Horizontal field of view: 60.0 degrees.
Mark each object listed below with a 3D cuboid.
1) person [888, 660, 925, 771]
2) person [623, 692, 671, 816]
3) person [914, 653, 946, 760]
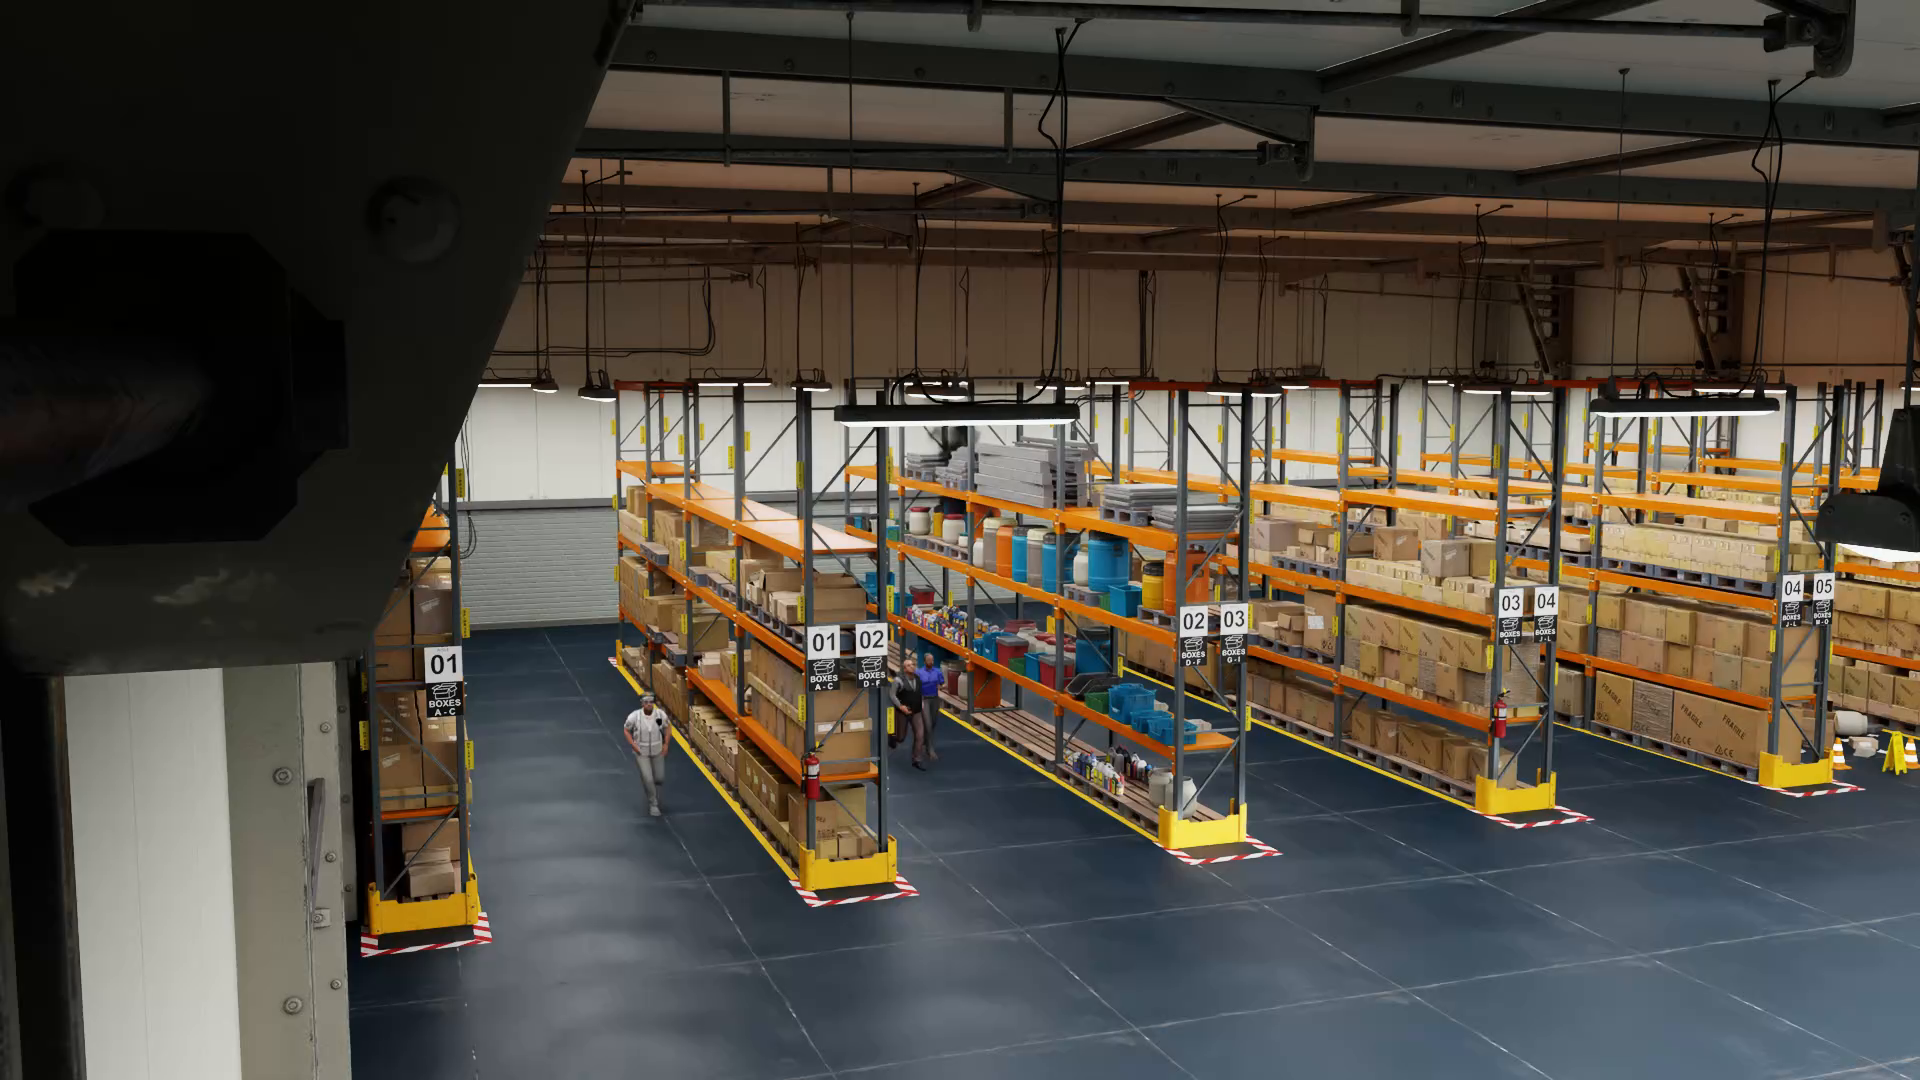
[{"bbox_3d":[-0.843,2.737,26.289,0.616,1.710,0.997,-3,7,-25],"label":"person"},{"bbox_3d":[-4.418,2.990,23.565,0.684,1.748,0.599,-2,6,-19],"label":"person"},{"bbox_3d":[-0.511,2.645,26.908,0.570,1.658,0.929,-3,7,-23],"label":"person"}]
